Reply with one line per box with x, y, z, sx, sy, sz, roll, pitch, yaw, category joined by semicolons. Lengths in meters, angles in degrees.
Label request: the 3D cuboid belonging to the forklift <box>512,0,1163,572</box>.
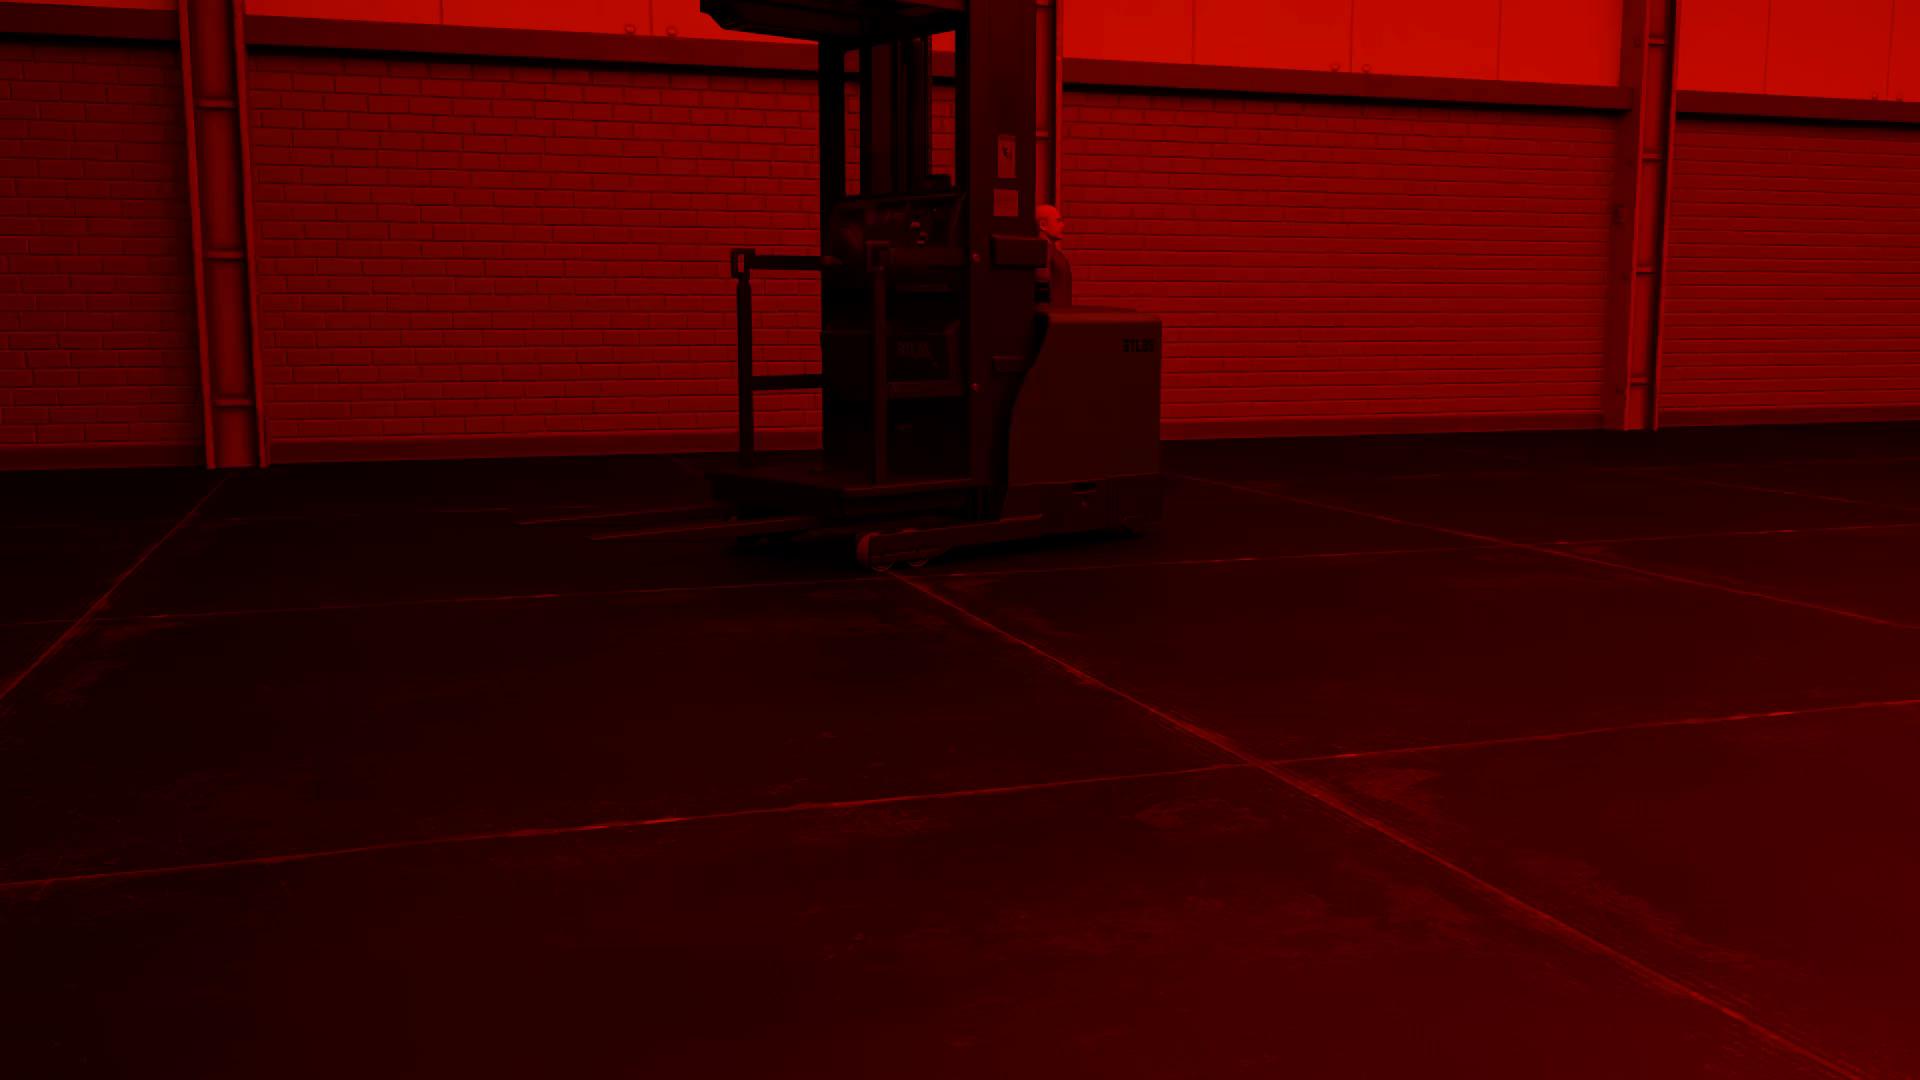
-0.461;-1.399;7.333;3.031;2.935;1.130;-7;10;-40;forklift

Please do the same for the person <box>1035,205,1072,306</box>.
0.624;-1.331;11.097;0.392;1.782;0.547;0;8;1;person
